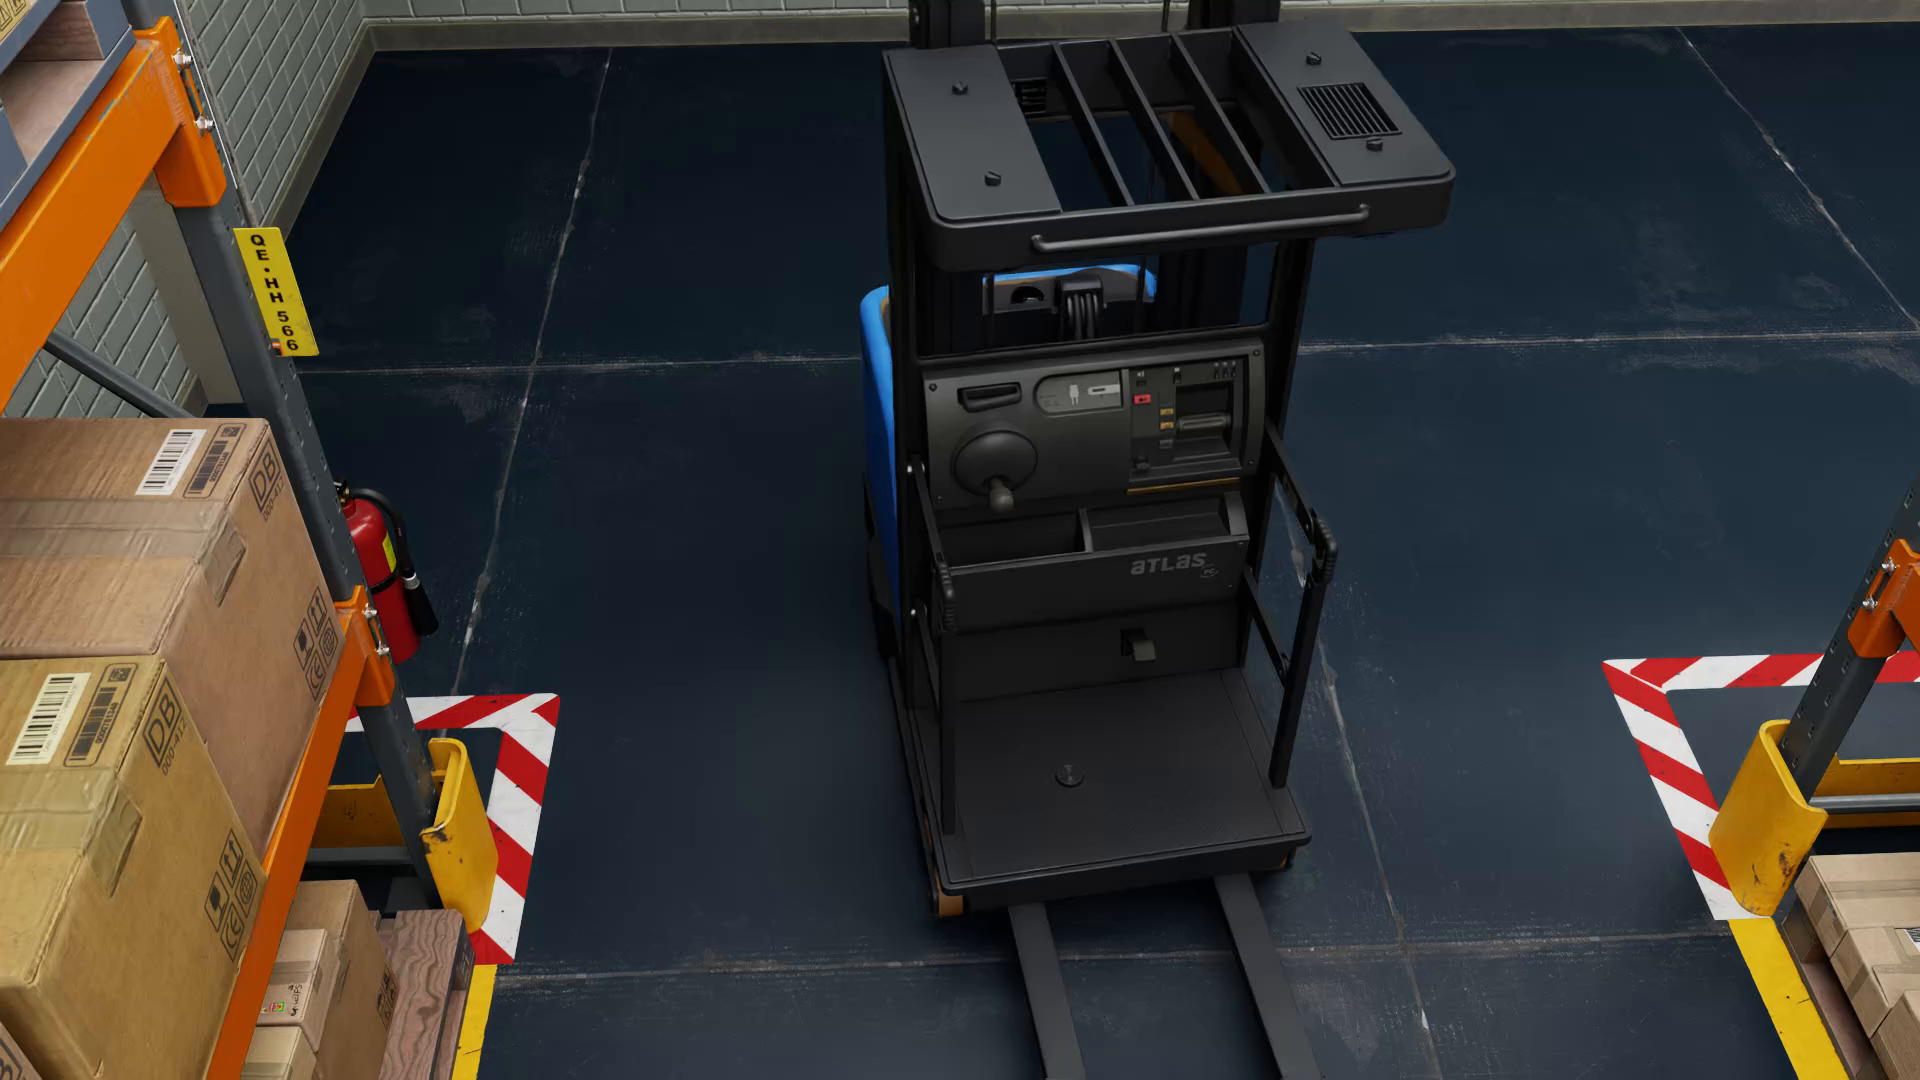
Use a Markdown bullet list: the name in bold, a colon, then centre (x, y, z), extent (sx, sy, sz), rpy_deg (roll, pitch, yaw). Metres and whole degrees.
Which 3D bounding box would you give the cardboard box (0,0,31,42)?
- **cardboard box**: centre (-1.717, -0.764, 2.370), extent (0.500, 0.250, 0.500), rpy_deg (0, 43, 0)

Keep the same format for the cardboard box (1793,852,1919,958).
- **cardboard box**: centre (2.610, 1.028, 4.693), extent (0.380, 0.149, 0.250), rpy_deg (-2, 43, -2)

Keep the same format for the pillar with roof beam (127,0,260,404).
- **pillar with roof beam**: centre (1.309, -4.142, 4.109), extent (9.100, 9.000, 0.400), rpy_deg (-2, 43, -2)

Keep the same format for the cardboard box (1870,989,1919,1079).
- **cardboard box**: centre (2.697, 1.411, 4.200), extent (0.500, 0.250, 0.500), rpy_deg (-2, 43, -2)

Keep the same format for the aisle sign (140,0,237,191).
- **aisle sign**: centre (-1.717, -1.024, 3.224), extent (0.394, 0.787, 0.004), rpy_deg (-2, 43, -2)

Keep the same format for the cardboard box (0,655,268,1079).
- **cardboard box**: centre (-1.940, 0.715, 3.028), extent (0.980, 0.700, 0.700), rpy_deg (-2, 43, -2)

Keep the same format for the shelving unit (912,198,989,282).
- **shelving unit**: centre (-0.038, -0.765, 6.192), extent (0.258, 1.200, 0.503), rpy_deg (-3, 42, -4)

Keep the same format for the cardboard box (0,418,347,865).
- **cardboard box**: centre (-1.982, 0.225, 3.563), extent (0.980, 0.700, 0.700), rpy_deg (0, 43, 0)

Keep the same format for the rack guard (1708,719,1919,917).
- **rack guard**: centre (2.939, 0.819, 4.986), extent (1.175, 0.500, 0.348), rpy_deg (-2, 43, -2)

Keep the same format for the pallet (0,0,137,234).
- **pallet**: centre (-1.971, -0.581, 2.510), extent (1.003, 0.211, 1.213), rpy_deg (-2, 43, -2)

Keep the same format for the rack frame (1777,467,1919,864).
- **rack frame**: centre (2.936, -0.154, 4.198), extent (1.000, 3.000, 0.127), rpy_deg (-2, 43, -2)

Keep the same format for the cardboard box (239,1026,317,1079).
- **cardboard box**: centre (-1.685, 1.242, 3.734), extent (0.380, 0.149, 0.250), rpy_deg (-1, 43, -1)

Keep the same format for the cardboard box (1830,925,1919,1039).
- **cardboard box**: centre (2.621, 1.190, 4.503), extent (0.380, 0.166, 0.250), rpy_deg (-2, 43, -2)

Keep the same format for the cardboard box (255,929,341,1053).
- **cardboard box**: centre (-1.696, 1.070, 3.922), extent (0.380, 0.149, 0.250), rpy_deg (-2, 43, -2)

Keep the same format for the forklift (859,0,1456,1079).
- **forklift**: centre (0.406, -0.217, 4.318), extent (1.130, 2.935, 3.031), rpy_deg (-7, 43, -7)

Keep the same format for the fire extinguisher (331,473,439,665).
- **fire extinguisher**: centre (-1.559, 0.042, 4.317), extent (0.296, 0.674, 0.183), rpy_deg (-2, 43, -2)

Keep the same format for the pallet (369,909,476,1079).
- **pallet**: centre (-1.901, 1.557, 4.396), extent (1.003, 0.211, 1.213), rpy_deg (-2, 43, -2)

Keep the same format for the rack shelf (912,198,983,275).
- **rack shelf**: centre (-0.039, -1.057, 5.930), extent (0.258, 0.148, 0.480), rpy_deg (-3, 42, -4)

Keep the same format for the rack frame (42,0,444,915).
- **rack frame**: centre (-2.013, -0.009, 4.040), extent (1.000, 3.000, 0.127), rpy_deg (-2, 43, -2)

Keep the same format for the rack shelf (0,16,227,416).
- **rack shelf**: centre (-1.928, 0.501, 1.796), extent (1.077, 0.370, 4.000), rpy_deg (-2, 43, -2)

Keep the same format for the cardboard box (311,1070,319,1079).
- **cardboard box**: centre (-1.862, 1.565, 3.862), extent (0.700, 0.500, 0.500), rpy_deg (-2, 43, -2)

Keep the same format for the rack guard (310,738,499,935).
- **rack guard**: centre (-2.014, 0.896, 4.902), extent (1.175, 0.500, 0.348), rpy_deg (-2, 43, -2)

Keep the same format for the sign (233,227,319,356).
- **sign**: centre (-1.471, -0.529, 3.575), extent (0.100, 0.325, 0.005), rpy_deg (-2, 43, -2)

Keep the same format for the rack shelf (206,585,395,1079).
- **rack shelf**: centre (-1.928, 1.607, 2.810), extent (1.077, 0.370, 4.000), rpy_deg (-2, 43, -2)

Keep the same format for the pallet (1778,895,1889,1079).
- **pallet**: centre (2.974, 1.464, 4.497), extent (1.003, 0.211, 1.213), rpy_deg (-2, 43, -2)

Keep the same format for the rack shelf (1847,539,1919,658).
- **rack shelf**: centre (3.021, 1.462, 2.968), extent (1.077, 0.370, 4.000), rpy_deg (-2, 43, -2)

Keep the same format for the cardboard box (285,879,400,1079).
- **cardboard box**: centre (-1.884, 1.228, 4.230), extent (0.700, 0.500, 0.500), rpy_deg (-2, 43, -2)

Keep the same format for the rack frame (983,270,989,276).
- **rack frame**: centre (-0.018, -0.602, 6.011), extent (0.240, 1.200, 0.015), rpy_deg (-3, 42, -4)
